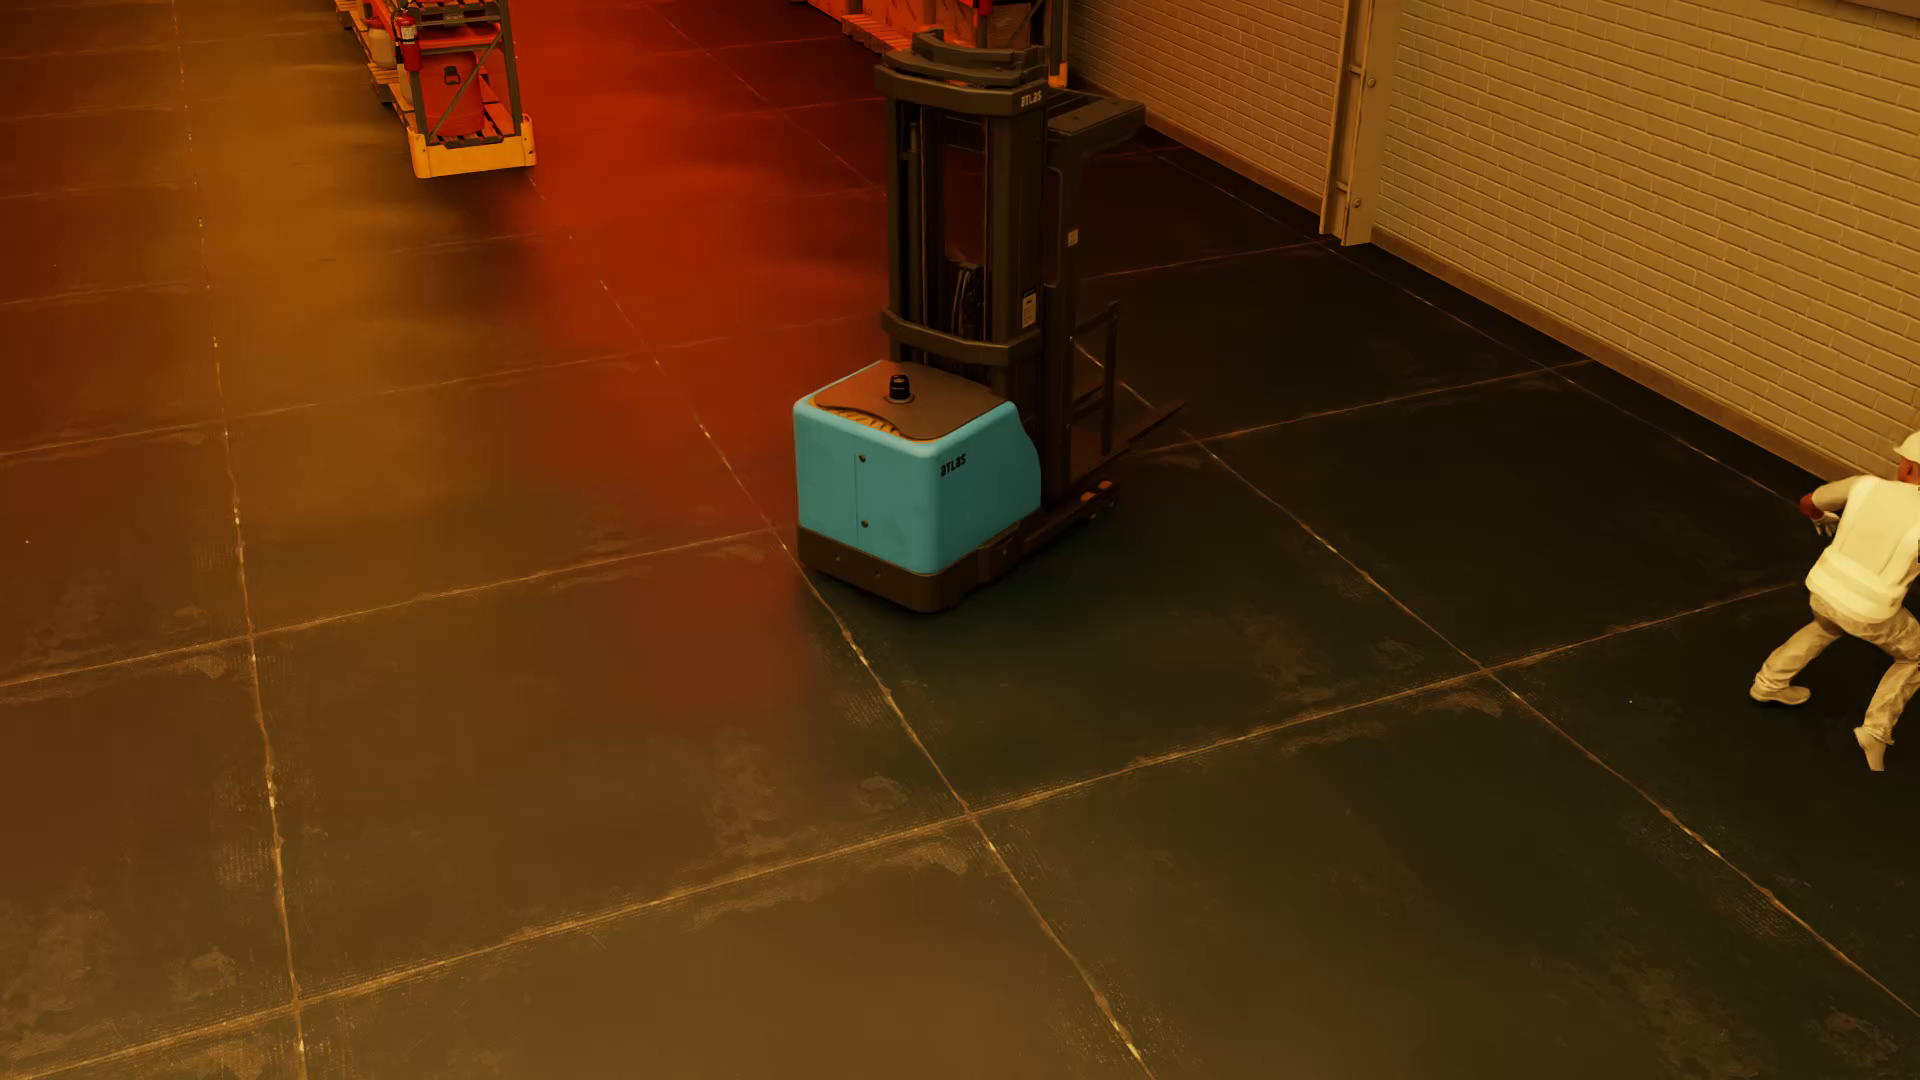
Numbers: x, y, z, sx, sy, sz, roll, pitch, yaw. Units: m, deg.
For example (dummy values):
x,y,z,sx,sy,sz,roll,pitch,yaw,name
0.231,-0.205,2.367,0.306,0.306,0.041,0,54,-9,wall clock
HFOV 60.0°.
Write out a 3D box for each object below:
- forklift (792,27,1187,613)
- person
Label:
x,y,z,sx,sy,sz,roll,pitch,yaw,name
0.349,-1.538,9.809,1.130,2.935,3.031,21,36,32,forklift
4.426,0.299,8.016,0.537,1.678,1.057,-15,33,-24,person
